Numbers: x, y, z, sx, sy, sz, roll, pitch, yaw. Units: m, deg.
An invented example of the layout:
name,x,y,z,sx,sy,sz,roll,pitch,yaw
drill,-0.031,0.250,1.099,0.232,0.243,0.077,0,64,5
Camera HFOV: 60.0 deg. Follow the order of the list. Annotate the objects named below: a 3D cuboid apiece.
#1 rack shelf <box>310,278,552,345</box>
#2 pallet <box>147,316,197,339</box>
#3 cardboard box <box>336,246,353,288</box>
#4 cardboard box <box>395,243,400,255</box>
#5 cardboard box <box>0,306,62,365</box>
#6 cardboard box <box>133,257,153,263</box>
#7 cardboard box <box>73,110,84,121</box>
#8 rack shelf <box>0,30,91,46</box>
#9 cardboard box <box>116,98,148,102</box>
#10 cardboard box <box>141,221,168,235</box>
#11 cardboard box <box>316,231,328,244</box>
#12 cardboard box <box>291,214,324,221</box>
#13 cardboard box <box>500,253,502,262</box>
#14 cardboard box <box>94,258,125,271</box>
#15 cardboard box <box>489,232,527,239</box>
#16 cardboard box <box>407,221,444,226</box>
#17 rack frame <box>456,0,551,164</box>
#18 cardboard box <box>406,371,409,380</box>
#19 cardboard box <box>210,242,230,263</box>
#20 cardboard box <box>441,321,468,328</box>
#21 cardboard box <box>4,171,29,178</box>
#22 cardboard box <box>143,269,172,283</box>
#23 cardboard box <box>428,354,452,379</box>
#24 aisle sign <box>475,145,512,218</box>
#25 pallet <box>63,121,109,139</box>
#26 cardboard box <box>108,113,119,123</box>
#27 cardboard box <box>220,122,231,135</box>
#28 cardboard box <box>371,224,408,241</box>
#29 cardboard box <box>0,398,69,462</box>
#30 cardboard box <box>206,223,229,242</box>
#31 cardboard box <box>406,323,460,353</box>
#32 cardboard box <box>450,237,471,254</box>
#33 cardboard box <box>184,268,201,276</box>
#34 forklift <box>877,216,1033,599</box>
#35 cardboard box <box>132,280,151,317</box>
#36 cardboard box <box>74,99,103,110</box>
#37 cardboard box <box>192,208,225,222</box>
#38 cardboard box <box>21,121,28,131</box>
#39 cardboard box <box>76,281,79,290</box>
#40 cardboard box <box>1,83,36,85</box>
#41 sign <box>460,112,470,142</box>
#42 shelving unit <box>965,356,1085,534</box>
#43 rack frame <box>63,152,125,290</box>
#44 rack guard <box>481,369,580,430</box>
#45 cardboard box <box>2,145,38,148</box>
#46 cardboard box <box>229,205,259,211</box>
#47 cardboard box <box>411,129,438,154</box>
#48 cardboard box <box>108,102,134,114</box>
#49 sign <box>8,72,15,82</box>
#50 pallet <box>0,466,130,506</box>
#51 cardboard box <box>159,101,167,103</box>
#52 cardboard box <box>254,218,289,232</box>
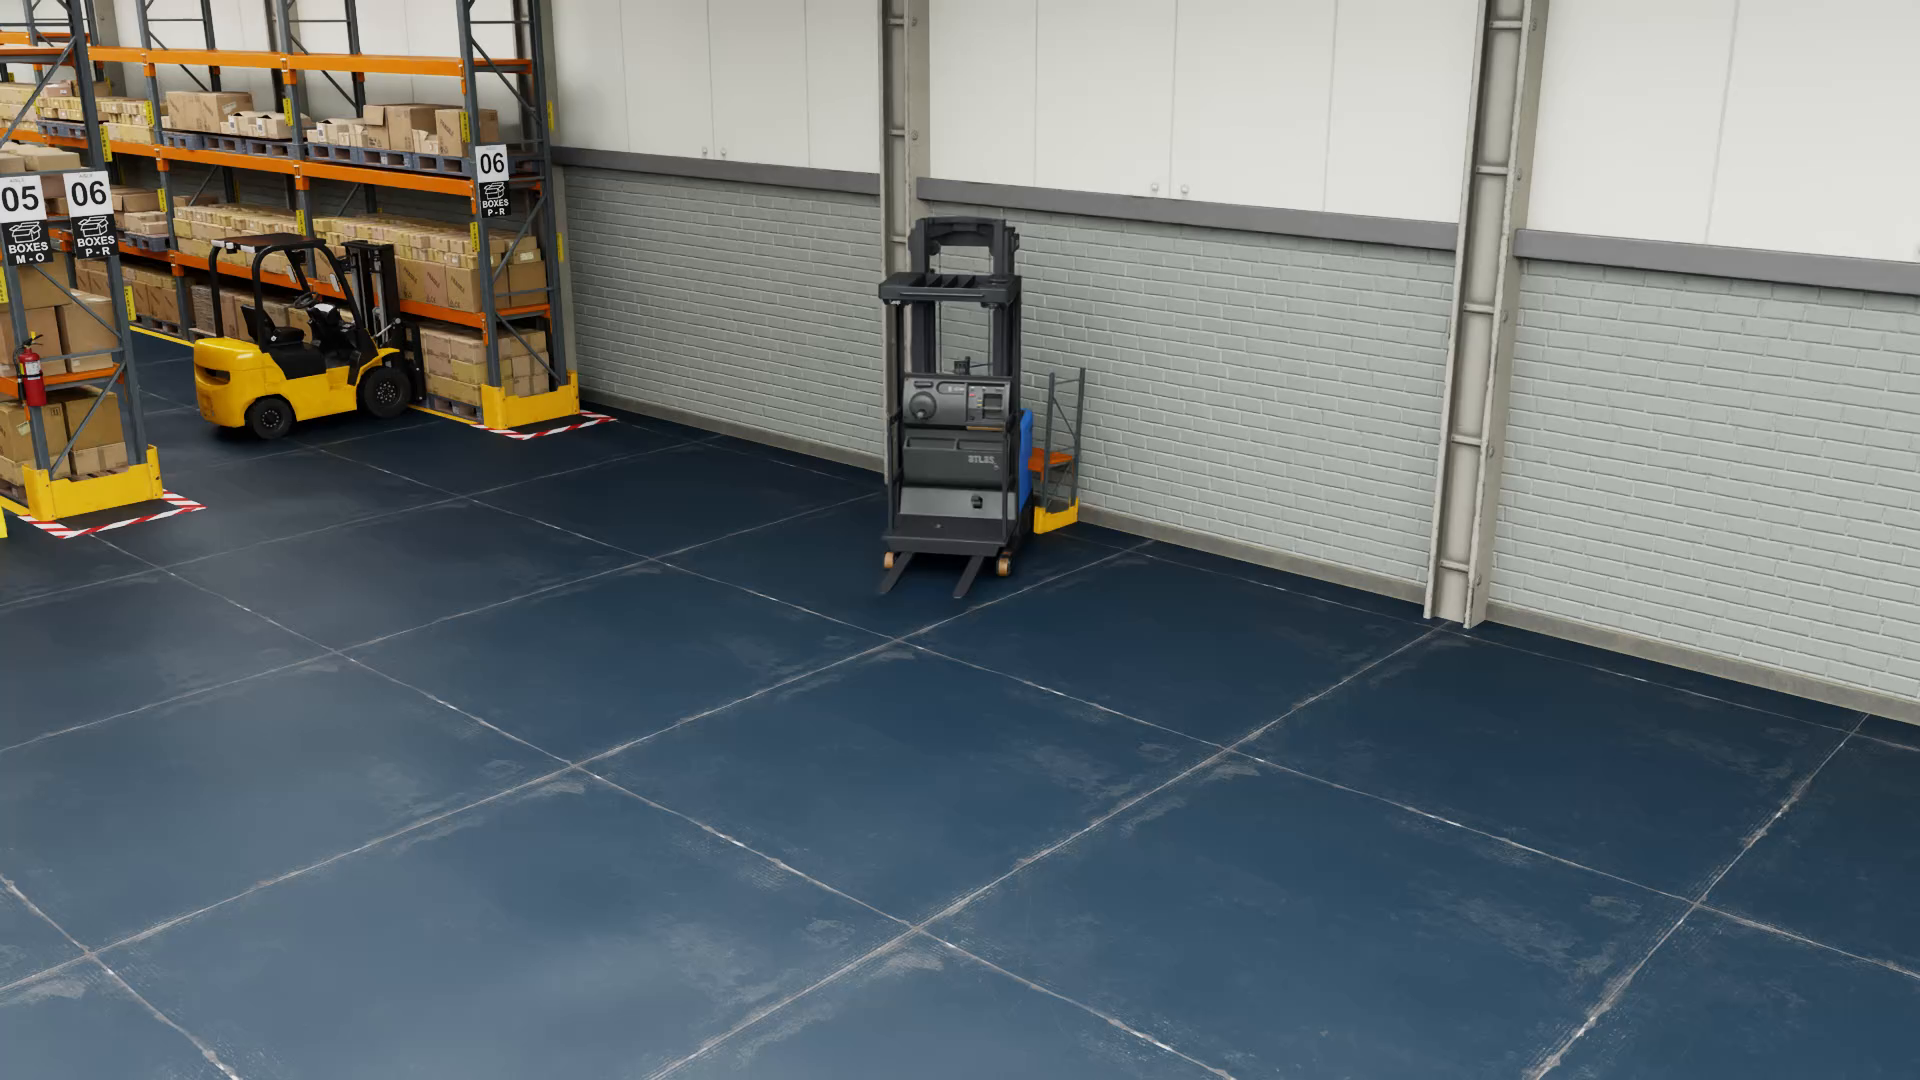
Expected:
name,x,y,z,sx,sy,sz,roll,pitch,yaw
rack shelf,-6.595,-2.931,20.717,4.000,0.370,1.077,15,23,39
pallet,-11.615,-3.308,25.325,1.213,0.211,1.003,15,23,39
cardboard box,-7.531,-3.474,21.074,0.500,0.500,0.500,16,23,40
cardboard box,-6.647,-3.558,20.265,0.250,0.149,0.380,15,23,39
cardboard box,-8.979,-1.985,15.889,0.500,0.500,0.500,15,23,38
cardboard box,-13.010,-4.447,26.671,0.250,0.149,0.380,14,22,37
cardboard box,-13.165,-6.432,25.156,0.250,0.149,0.380,16,23,41
rack shelf,-15.570,-8.199,27.402,4.000,0.370,1.077,15,23,39
cardboard box,-12.602,-6.644,25.332,0.250,0.149,0.380,16,23,41
cardboard box,-11.828,-4.604,24.521,0.250,0.149,0.380,16,23,40
cardboard box,-8.027,-3.909,21.371,0.250,0.149,0.380,15,23,38
cardboard box,-8.937,-4.370,22.824,0.250,0.149,0.380,15,23,39
cardboard box,-5.407,-3.391,19.740,0.250,0.149,0.380,15,23,39
cardboard box,-13.524,-4.381,26.460,0.250,0.149,0.380,14,22,36
cardboard box,-5.365,-3.555,19.762,0.250,0.149,0.380,16,24,41
cardboard box,-6.715,-3.914,20.895,0.250,0.149,0.380,15,23,39
rack frame,-5.099,-5.732,18.435,0.127,3.000,1.000,15,23,39
cardboard box,-6.797,-2.089,20.724,0.500,0.250,0.500,16,24,41
cardboard box,-10.150,-4.059,23.329,0.500,0.250,0.500,14,22,38
cardboard box,-6.076,-2.580,20.621,0.500,0.250,0.500,15,23,39
cardboard box,-8.952,-3.291,15.457,0.500,0.250,0.500,15,23,39
cardboard box,-12.179,-4.013,25.301,0.250,0.149,0.380,16,24,41
cardboard box,-6.038,-2.131,20.030,0.500,0.250,0.500,15,23,39
aisle sign,-5.244,-4.032,18.699,0.004,0.787,0.394,15,23,39
pallet,-12.855,-6.268,25.393,1.003,0.211,1.213,15,23,39
cardboard box,-12.452,-6.308,24.798,0.250,0.149,0.380,16,24,41
cardboard box,-9.691,-5.541,22.346,0.250,0.149,0.380,15,23,39
cardboard box,-7.033,-3.803,20.544,0.250,0.149,0.380,15,23,39
cardboard box,-9.163,-1.098,16.362,0.500,0.500,0.500,15,23,40
cardboard box,-10.159,-4.291,23.235,0.500,0.250,0.500,14,23,38
cardboard box,-6.420,-2.461,20.244,0.500,0.250,0.500,15,23,40
cardboard box,-5.712,-3.438,19.395,0.250,0.149,0.380,15,23,39
cardboard box,-11.685,-4.063,25.460,0.250,0.149,0.380,15,23,40
forklift,-0.063,-1.198,14.178,1.130,2.935,3.031,3,18,9
cardboard box,-12.302,-3.731,25.486,0.500,0.500,0.500,16,24,42
cardboard box,-13.132,-6.579,25.128,0.250,0.149,0.380,15,23,40
cardboard box,-10.630,-4.606,23.567,0.250,0.149,0.380,16,24,41
cardboard box,-14.915,-6.703,26.869,0.250,0.149,0.380,16,24,41
cardboard box,-14.686,-4.169,27.446,0.250,0.149,0.380,14,22,38
cardboard box,-16.159,-7.693,28.502,0.500,0.250,0.500,14,22,38
sign,-5.469,-4.567,18.389,0.005,0.325,0.100,15,23,39
shelving unit,0.559,-0.944,15.741,1.083,1.500,0.587,16,20,39
rack frame,-14.074,-5.282,26.935,0.127,3.000,1.000,15,23,39
rack guard,-5.081,-1.676,19.706,0.348,0.500,1.175,15,23,39
cardboard box,-9.394,-3.834,16.510,0.250,0.149,0.380,16,24,41
cardboard box,-10.281,-4.723,23.936,0.250,0.149,0.380,15,23,39
cardboard box,-6.110,-4.635,19.299,0.258,0.266,0.396,15,23,39
cardboard box,-12.316,-6.381,24.537,0.250,0.149,0.380,14,23,38
sign,-16.682,-8.058,29.261,0.005,0.325,0.100,15,23,39
pallet,-9.032,-0.606,16.811,1.213,0.211,1.003,15,23,39
cardboard box,-11.762,-6.455,24.770,0.250,0.149,0.380,16,24,41
cardboard box,-9.285,-4.249,22.443,0.250,0.149,0.380,14,23,38
